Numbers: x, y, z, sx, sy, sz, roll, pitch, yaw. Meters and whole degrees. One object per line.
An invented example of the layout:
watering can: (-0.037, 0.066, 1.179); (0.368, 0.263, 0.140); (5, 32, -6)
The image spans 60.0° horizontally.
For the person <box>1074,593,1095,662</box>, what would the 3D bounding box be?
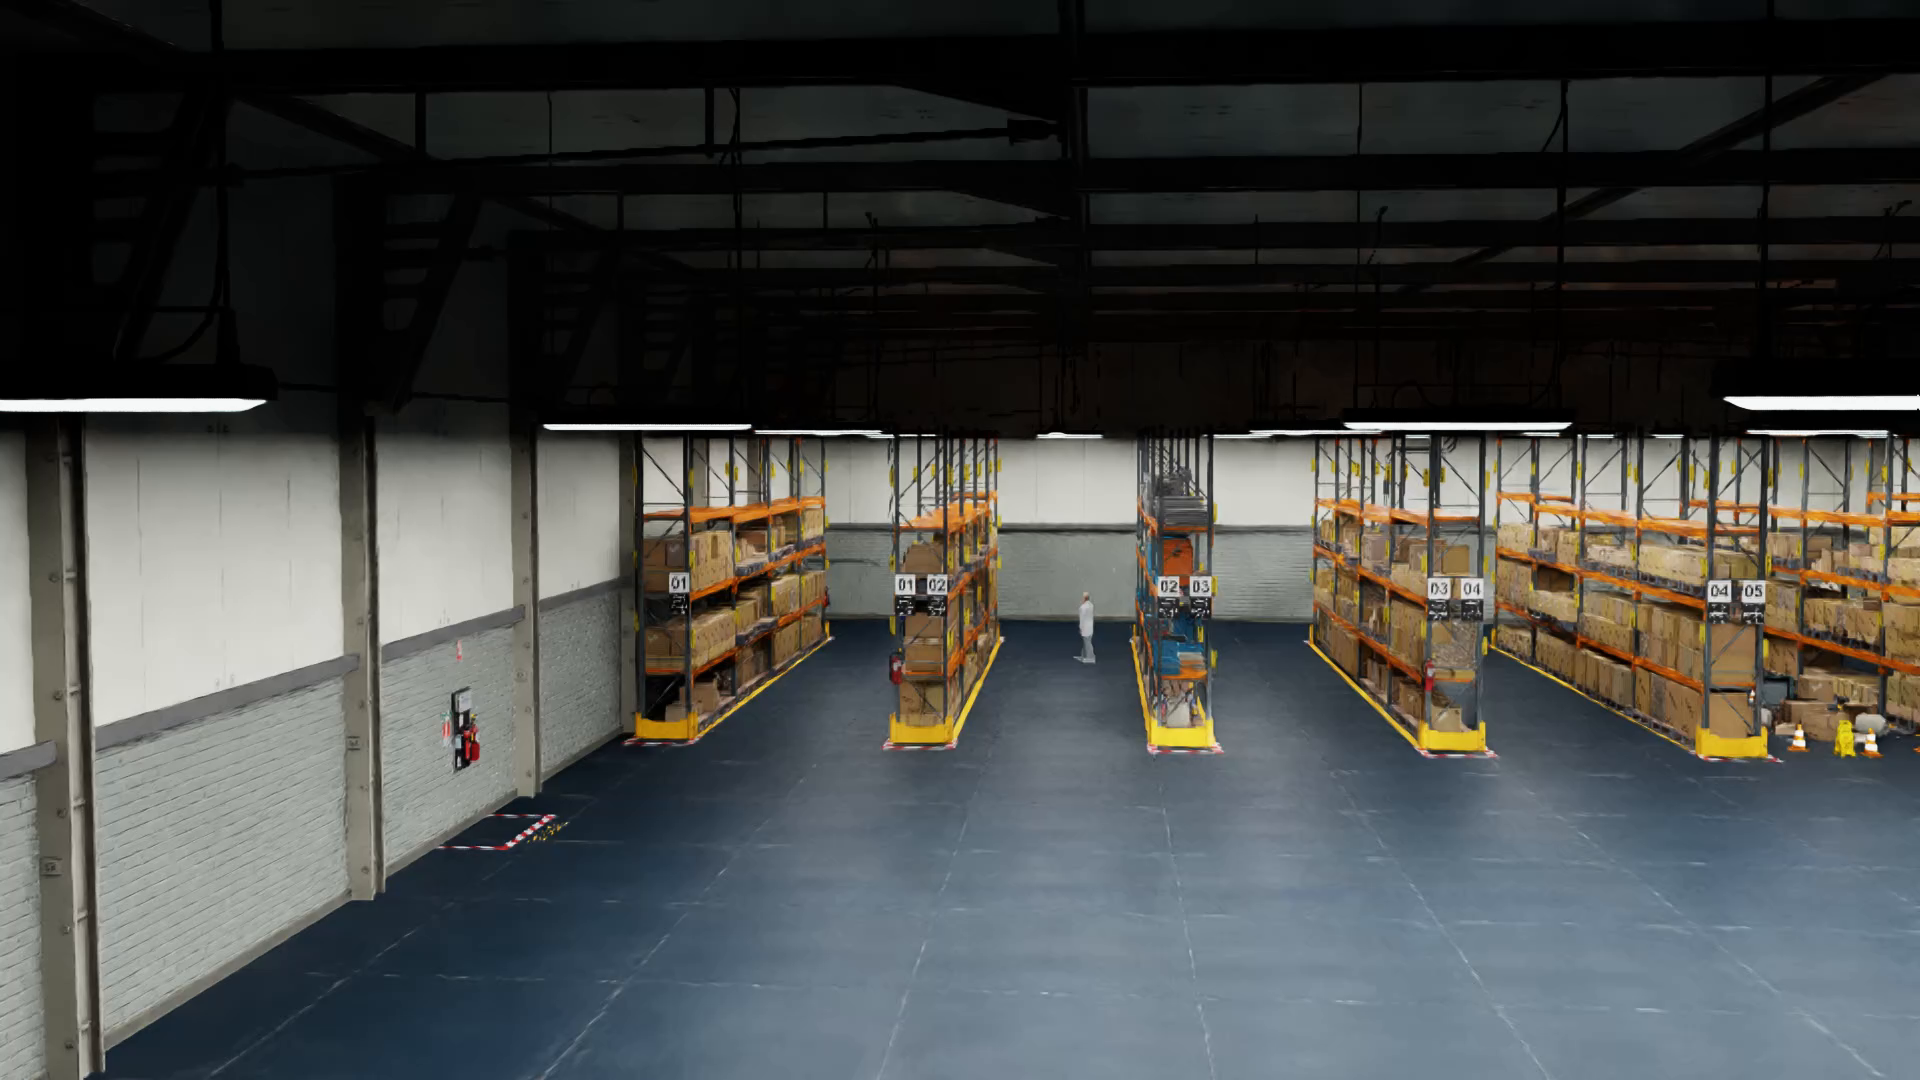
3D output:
person: (3.222, 2.295, 42.884); (0.648, 1.665, 0.699); (2, 4, 24)

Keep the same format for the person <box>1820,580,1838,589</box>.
person: (25.916, 1.865, 49.522); (0.486, 1.759, 0.666); (-2, 4, -29)

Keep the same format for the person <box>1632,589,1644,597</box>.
person: (19.301, 2.096, 47.229); (0.639, 1.587, 0.443); (-1, 4, -21)

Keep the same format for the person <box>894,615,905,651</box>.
person: (-1.544, 2.218, 45.083); (0.445, 1.560, 1.091); (0, 3, 2)

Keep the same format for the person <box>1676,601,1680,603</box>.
person: (18.249, 2.348, 42.176); (0.540, 1.661, 0.591); (1, 4, 23)
